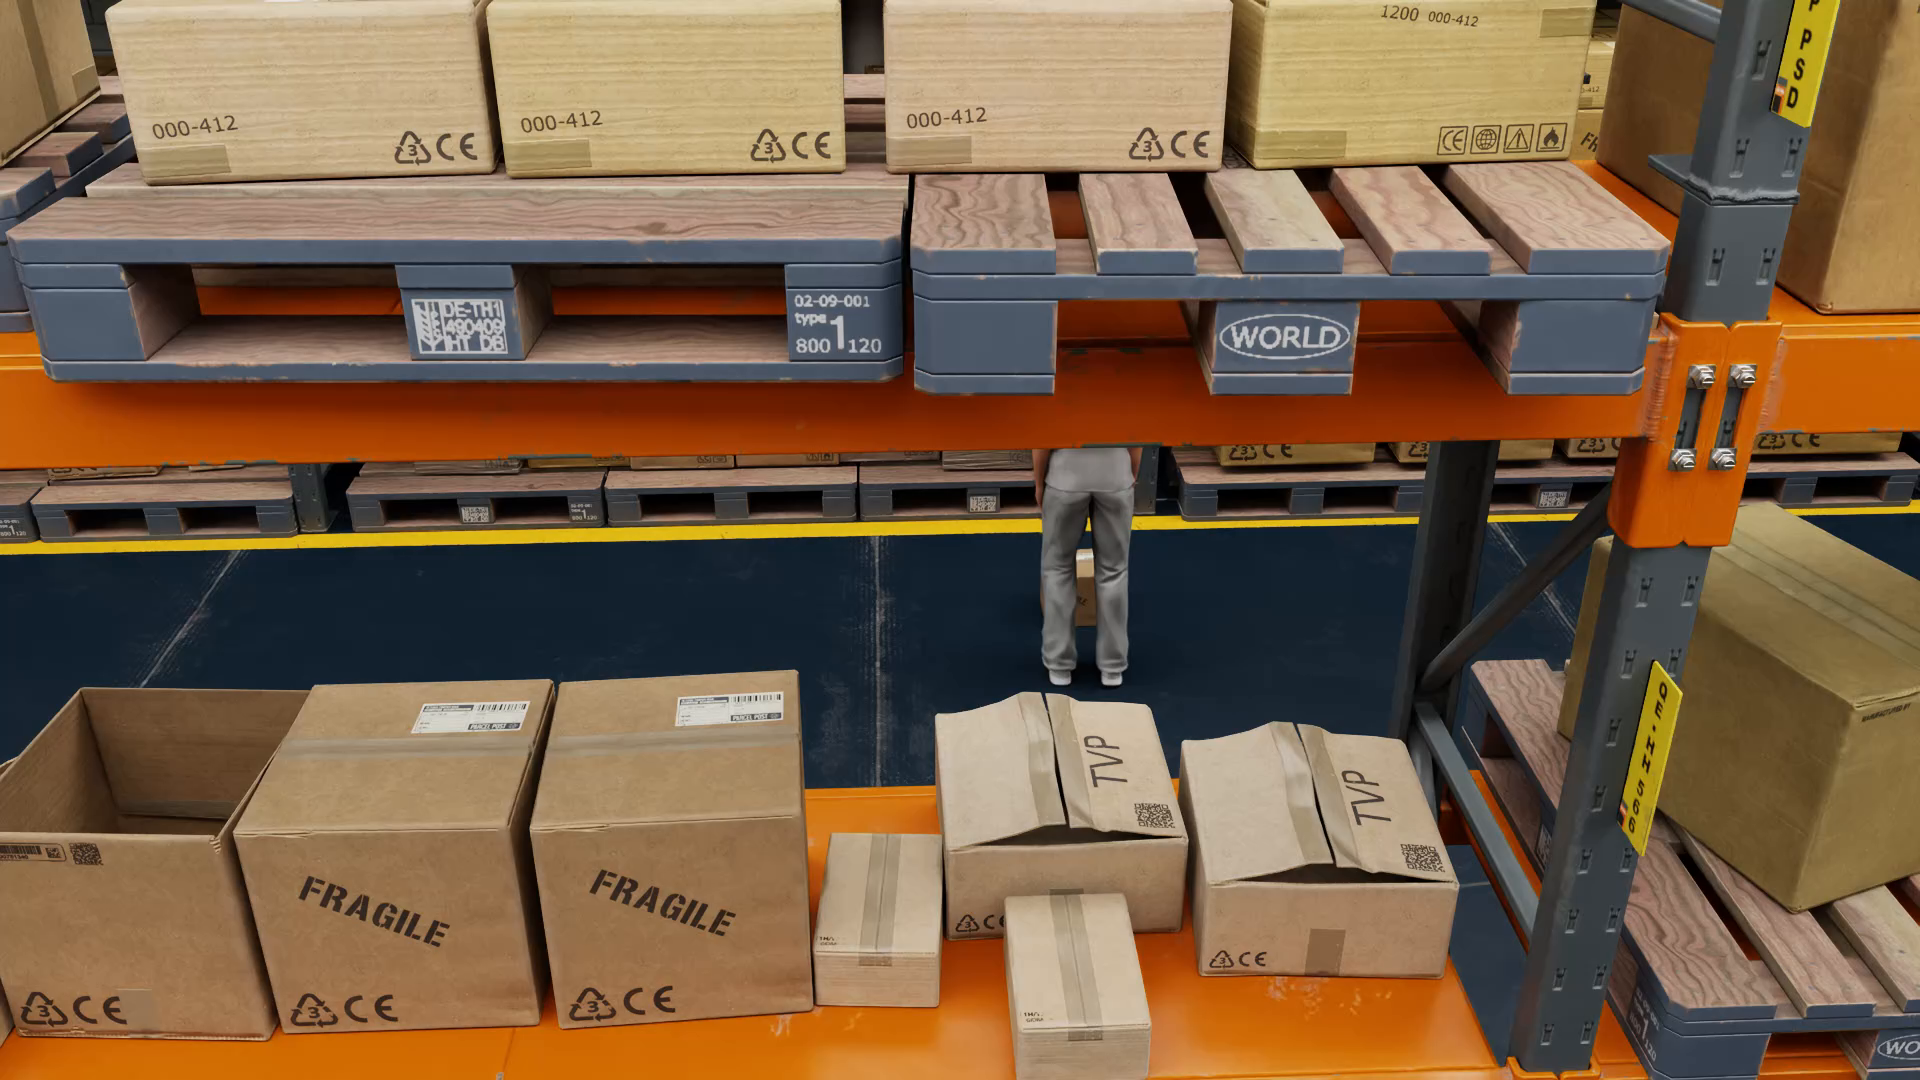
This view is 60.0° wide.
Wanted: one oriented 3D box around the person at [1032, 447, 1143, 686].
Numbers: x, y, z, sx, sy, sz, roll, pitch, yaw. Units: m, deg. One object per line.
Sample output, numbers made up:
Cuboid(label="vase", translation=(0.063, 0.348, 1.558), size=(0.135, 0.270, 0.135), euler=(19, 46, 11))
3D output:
Cuboid(label="person", translation=(0.494, -0.193, 6.497), size=(0.437, 1.670, 0.362), euler=(-1, 28, -1))
